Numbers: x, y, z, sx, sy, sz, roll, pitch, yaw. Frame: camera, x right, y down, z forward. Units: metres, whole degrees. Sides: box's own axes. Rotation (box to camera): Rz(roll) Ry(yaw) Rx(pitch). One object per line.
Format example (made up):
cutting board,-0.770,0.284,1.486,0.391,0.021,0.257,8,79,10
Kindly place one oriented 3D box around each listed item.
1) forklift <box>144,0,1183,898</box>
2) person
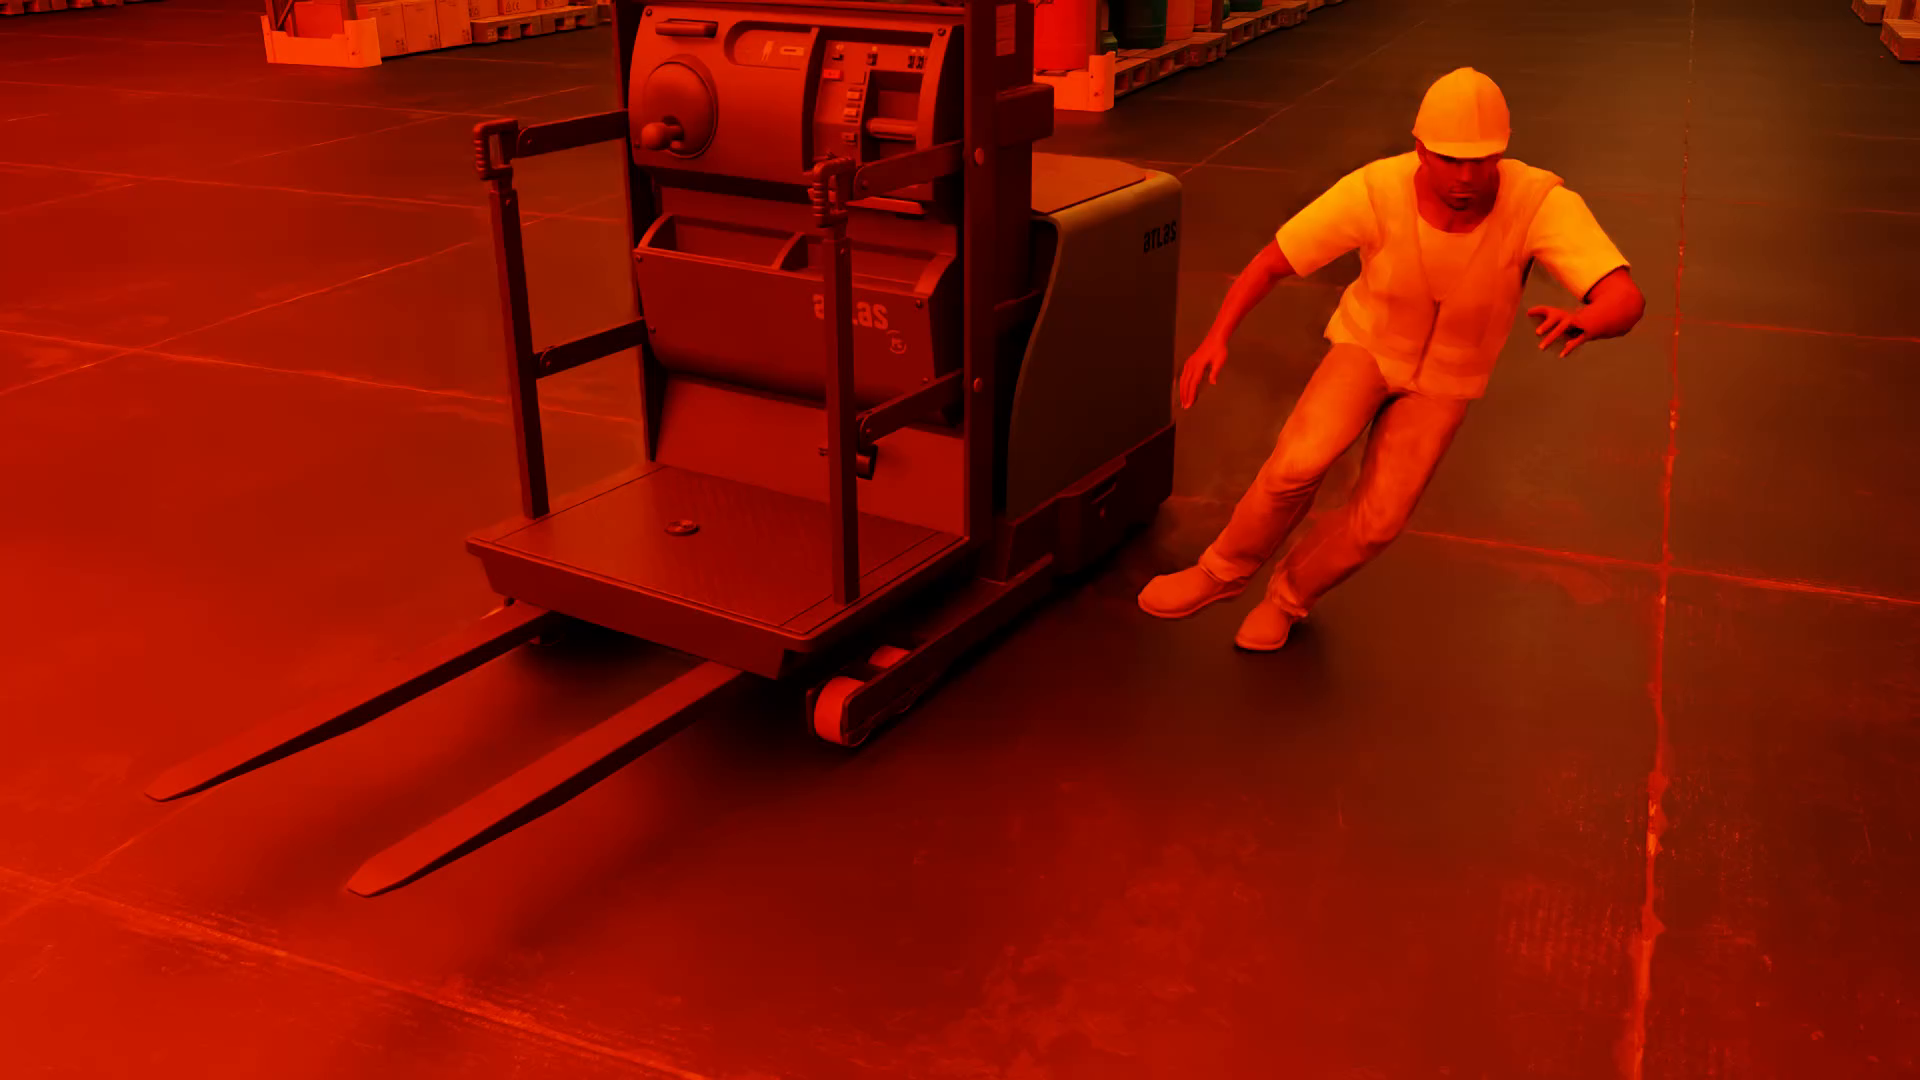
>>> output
forklift,-0.539,-1.069,3.850,1.130,2.935,3.031,14,26,29
person,0.995,-0.350,3.975,1.089,1.517,0.929,3,23,6
